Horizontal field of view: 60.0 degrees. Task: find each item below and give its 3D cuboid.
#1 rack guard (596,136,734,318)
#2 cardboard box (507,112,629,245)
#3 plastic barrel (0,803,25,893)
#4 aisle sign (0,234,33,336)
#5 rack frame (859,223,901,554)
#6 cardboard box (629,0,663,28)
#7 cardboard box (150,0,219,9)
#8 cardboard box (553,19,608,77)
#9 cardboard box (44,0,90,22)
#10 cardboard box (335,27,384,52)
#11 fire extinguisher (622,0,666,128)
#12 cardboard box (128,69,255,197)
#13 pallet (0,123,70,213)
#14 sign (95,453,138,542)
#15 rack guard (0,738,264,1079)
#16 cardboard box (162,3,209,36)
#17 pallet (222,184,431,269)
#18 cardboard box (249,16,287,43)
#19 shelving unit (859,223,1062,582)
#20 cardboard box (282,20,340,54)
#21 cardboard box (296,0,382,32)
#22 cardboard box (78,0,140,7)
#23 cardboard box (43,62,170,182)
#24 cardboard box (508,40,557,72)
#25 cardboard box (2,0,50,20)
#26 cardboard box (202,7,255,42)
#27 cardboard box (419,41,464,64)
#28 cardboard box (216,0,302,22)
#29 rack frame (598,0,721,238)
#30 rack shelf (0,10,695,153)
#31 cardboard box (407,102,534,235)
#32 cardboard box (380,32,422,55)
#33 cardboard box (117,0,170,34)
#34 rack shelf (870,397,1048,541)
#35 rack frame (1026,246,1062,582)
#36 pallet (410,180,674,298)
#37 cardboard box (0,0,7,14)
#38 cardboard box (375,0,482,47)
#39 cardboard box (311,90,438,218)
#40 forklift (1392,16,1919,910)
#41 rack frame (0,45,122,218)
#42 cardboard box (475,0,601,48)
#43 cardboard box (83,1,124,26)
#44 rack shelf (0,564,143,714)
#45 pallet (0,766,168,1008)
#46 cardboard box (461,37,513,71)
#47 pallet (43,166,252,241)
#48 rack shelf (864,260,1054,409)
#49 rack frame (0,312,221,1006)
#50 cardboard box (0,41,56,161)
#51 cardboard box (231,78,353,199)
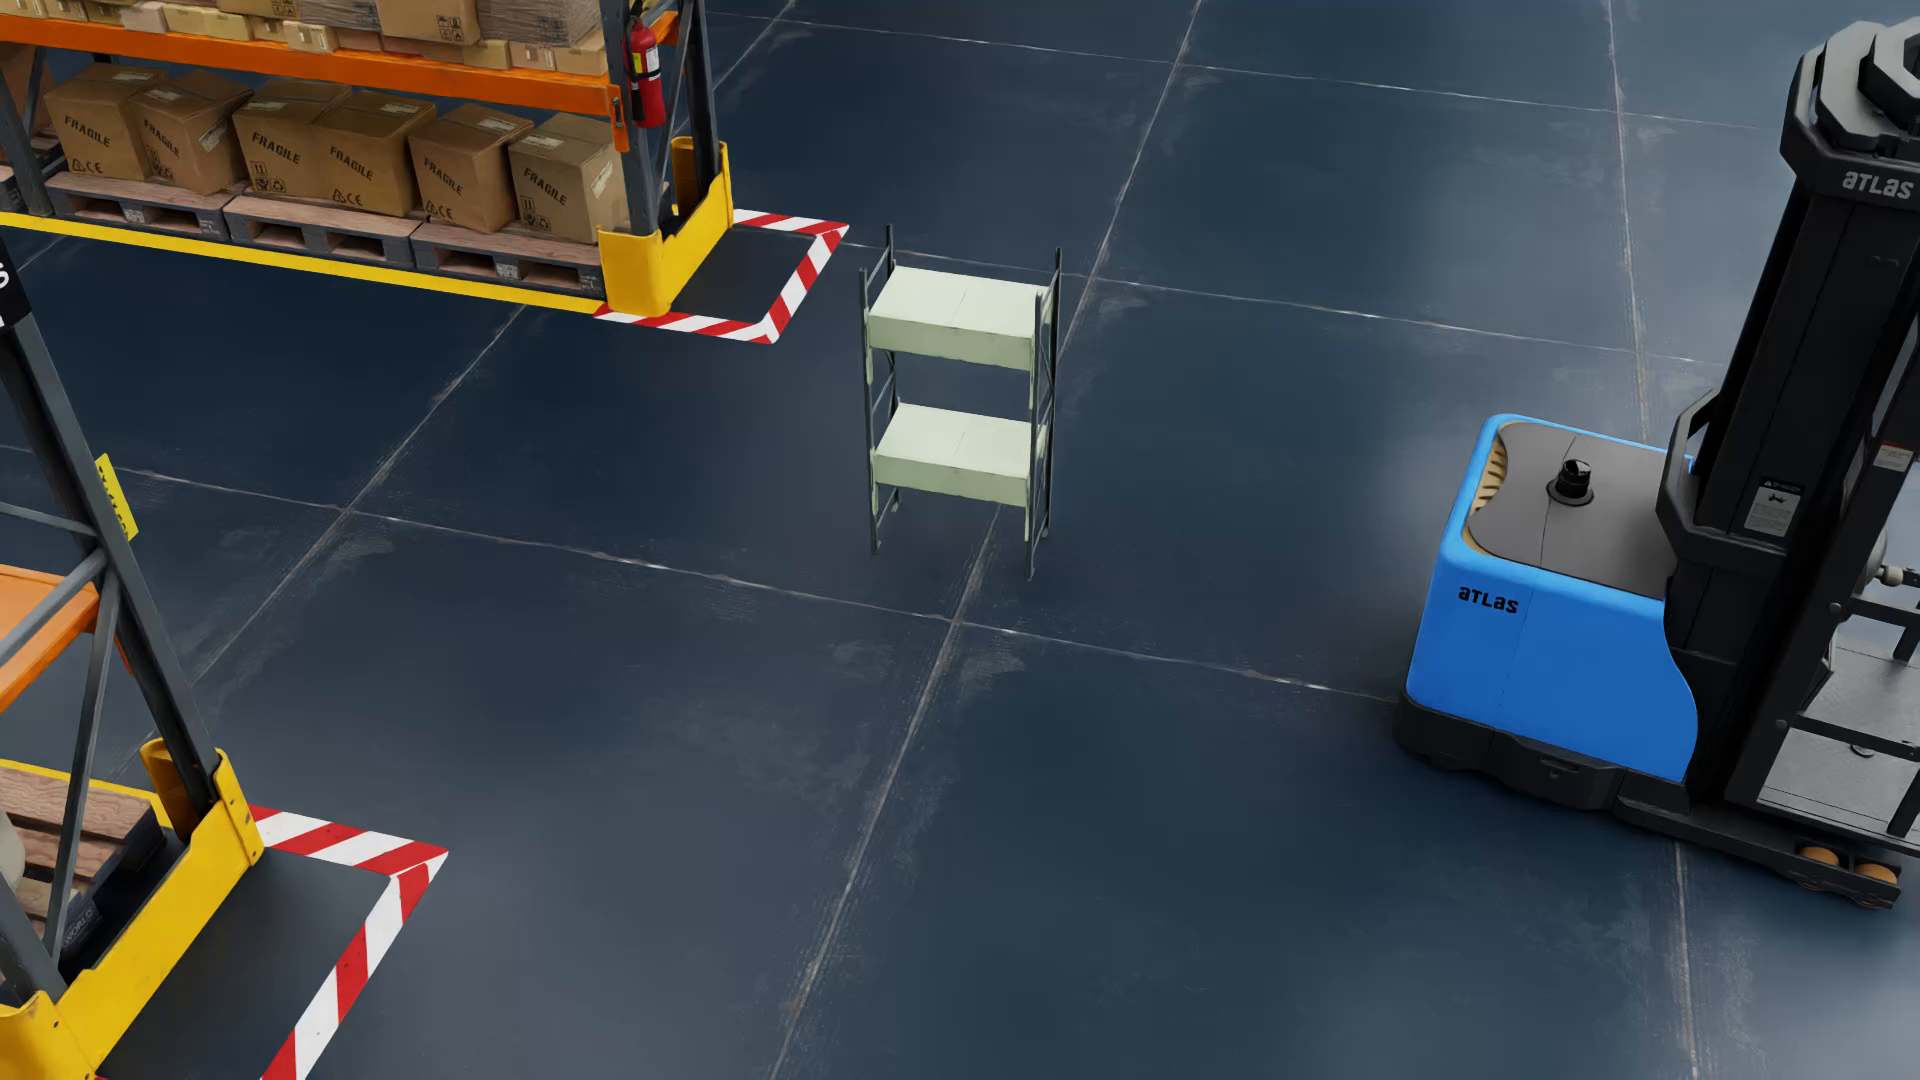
[{"bbox_3d":[-1.665,-1.807,9.513,0.348,0.500,1.175,10,41,11],"label":"rack guard"},{"bbox_3d":[-2.190,-2.069,9.499,0.500,0.500,0.500,17,43,19],"label":"cardboard box"},{"bbox_3d":[-3.527,1.055,5.769,0.421,0.512,0.421,0,40,0],"label":"plastic barrel"},{"bbox_3d":[-2.727,-0.840,4.396,0.004,0.787,0.394,10,41,11],"label":"aisle sign"},{"bbox_3d":[-0.347,-0.634,7.339,0.023,1.500,0.400,10,41,11],"label":"rack frame"},{"bbox_3d":[-1.805,-2.851,9.008,0.250,0.149,0.380,10,41,11],"label":"cardboard box"},{"bbox_3d":[-4.054,-3.330,9.074,0.500,0.500,0.875,10,41,11],"label":"cardboard box"},{"bbox_3d":[-1.920,-2.575,8.678,0.250,0.149,0.380,10,41,11],"label":"cardboard box"},{"bbox_3d":[-4.839,-3.024,9.213,0.250,0.149,0.380,10,41,11],"label":"cardboard box"},{"bbox_3d":[-3.132,-2.772,8.914,0.250,0.149,0.380,10,41,11],"label":"cardboard box"},{"bbox_3d":[-1.600,-2.417,8.355,0.183,0.674,0.296,10,41,11],"label":"fire extinguisher"},{"bbox_3d":[-4.524,-2.438,9.938,0.500,0.500,0.500,23,45,25],"label":"cardboard box"},{"bbox_3d":[-6.208,-2.477,10.536,1.213,0.211,1.003,10,41,11],"label":"pallet"},{"bbox_3d":[-2.725,-0.122,5.347,0.005,0.325,0.100,10,41,11],"label":"sign"},{"bbox_3d":[-2.957,1.299,5.814,0.348,0.500,1.175,10,41,11],"label":"rack guard"},{"bbox_3d":[-4.112,-2.905,9.072,0.250,0.149,0.380,10,41,11],"label":"cardboard box"},{"bbox_3d":[-3.615,-2.058,10.036,1.213,0.211,1.003,10,41,11],"label":"pallet"},{"bbox_3d":[-3.620,-2.843,8.999,0.250,0.149,0.380,10,41,11],"label":"cardboard box"},{"bbox_3d":[0.006,-0.573,7.266,0.755,1.500,0.431,10,41,11],"label":"shelving unit"},{"bbox_3d":[-3.396,-2.759,8.898,0.250,0.149,0.380,10,41,11],"label":"cardboard box"},{"bbox_3d":[-3.102,-3.131,8.836,0.500,0.500,0.875,10,41,11],"label":"cardboard box"},{"bbox_3d":[-4.563,-3.351,9.098,0.500,0.500,0.875,10,41,11],"label":"cardboard box"},{"bbox_3d":[-5.080,-2.529,10.046,0.500,0.500,0.500,9,41,10],"label":"cardboard box"},{"bbox_3d":[-2.162,-2.616,8.728,0.250,0.149,0.380,10,41,11],"label":"cardboard box"},{"bbox_3d":[-5.088,-3.048,9.242,0.250,0.149,0.380,10,41,11],"label":"cardboard box"},{"bbox_3d":[-3.873,-2.857,9.014,0.250,0.149,0.380,10,41,11],"label":"cardboard box"},{"bbox_3d":[-2.654,-2.677,8.801,0.250,0.149,0.380,10,41,11],"label":"cardboard box"},{"bbox_3d":[-3.582,-3.221,8.944,0.500,0.500,0.875,10,41,11],"label":"cardboard box"},{"bbox_3d":[-1.592,-2.752,8.694,0.127,3.000,1.000,10,41,11],"label":"rack frame"},{"bbox_3d":[-3.524,-2.809,9.321,4.000,0.370,1.077,10,41,11],"label":"rack shelf"},{"bbox_3d":[-2.777,-2.148,9.592,0.500,0.500,0.500,20,44,23],"label":"cardboard box"},{"bbox_3d":[-2.885,-2.745,8.881,0.250,0.149,0.380,10,41,11],"label":"cardboard box"},{"bbox_3d":[-4.364,-2.921,9.091,0.250,0.149,0.380,10,41,11],"label":"cardboard box"},{"bbox_3d":[0.006,-0.324,7.476,0.720,0.370,0.431,10,41,11],"label":"rack shelf"},{"bbox_3d":[0.360,-0.512,7.194,0.023,1.500,0.400,10,41,11],"label":"rack frame"},{"bbox_3d":[-2.441,-1.853,9.793,1.213,0.211,1.003,10,41,11],"label":"pallet"},{"bbox_3d":[-5.326,-3.098,9.301,0.250,0.149,0.380,10,41,11],"label":"cardboard box"},{"bbox_3d":[-2.630,-3.021,8.706,0.500,0.500,0.875,10,41,11],"label":"cardboard box"},{"bbox_3d":[-3.377,-2.263,9.730,0.500,0.500,0.500,13,42,15],"label":"cardboard box"},{"bbox_3d":[3.306,-0.158,5.659,3.031,2.935,1.130,16,43,18],"label":"forklift"},{"bbox_3d":[-5.456,-3.417,9.486,0.127,3.000,1.000,10,41,11],"label":"rack frame"},{"bbox_3d":[-2.116,-3.012,8.695,0.500,0.500,0.875,10,41,11],"label":"cardboard box"},{"bbox_3d":[-4.595,-2.988,9.171,0.250,0.149,0.380,10,41,11],"label":"cardboard box"},{"bbox_3d":[-4.804,0.268,5.657,4.000,0.370,1.077,10,41,11],"label":"rack shelf"},{"bbox_3d":[-3.741,1.272,6.072,1.213,0.211,1.003,10,41,11],"label":"pallet"},{"bbox_3d":[-2.416,-2.626,8.740,0.250,0.149,0.380,10,41,11],"label":"cardboard box"},{"bbox_3d":[-4.798,-2.259,10.276,1.213,0.211,1.003,10,41,11],"label":"pallet"},{"bbox_3d":[0.006,-0.872,7.015,0.720,0.370,0.431,10,41,11],"label":"rack shelf"},{"bbox_3d":[-2.872,0.325,5.030,0.127,3.000,1.000,10,41,11],"label":"rack frame"},{"bbox_3d":[-6.043,-2.743,10.286,0.500,0.500,0.700,7,41,8],"label":"cardboard box"},{"bbox_3d":[-3.904,-2.384,9.873,0.500,0.500,0.500,6,40,8],"label":"cardboard box"}]
